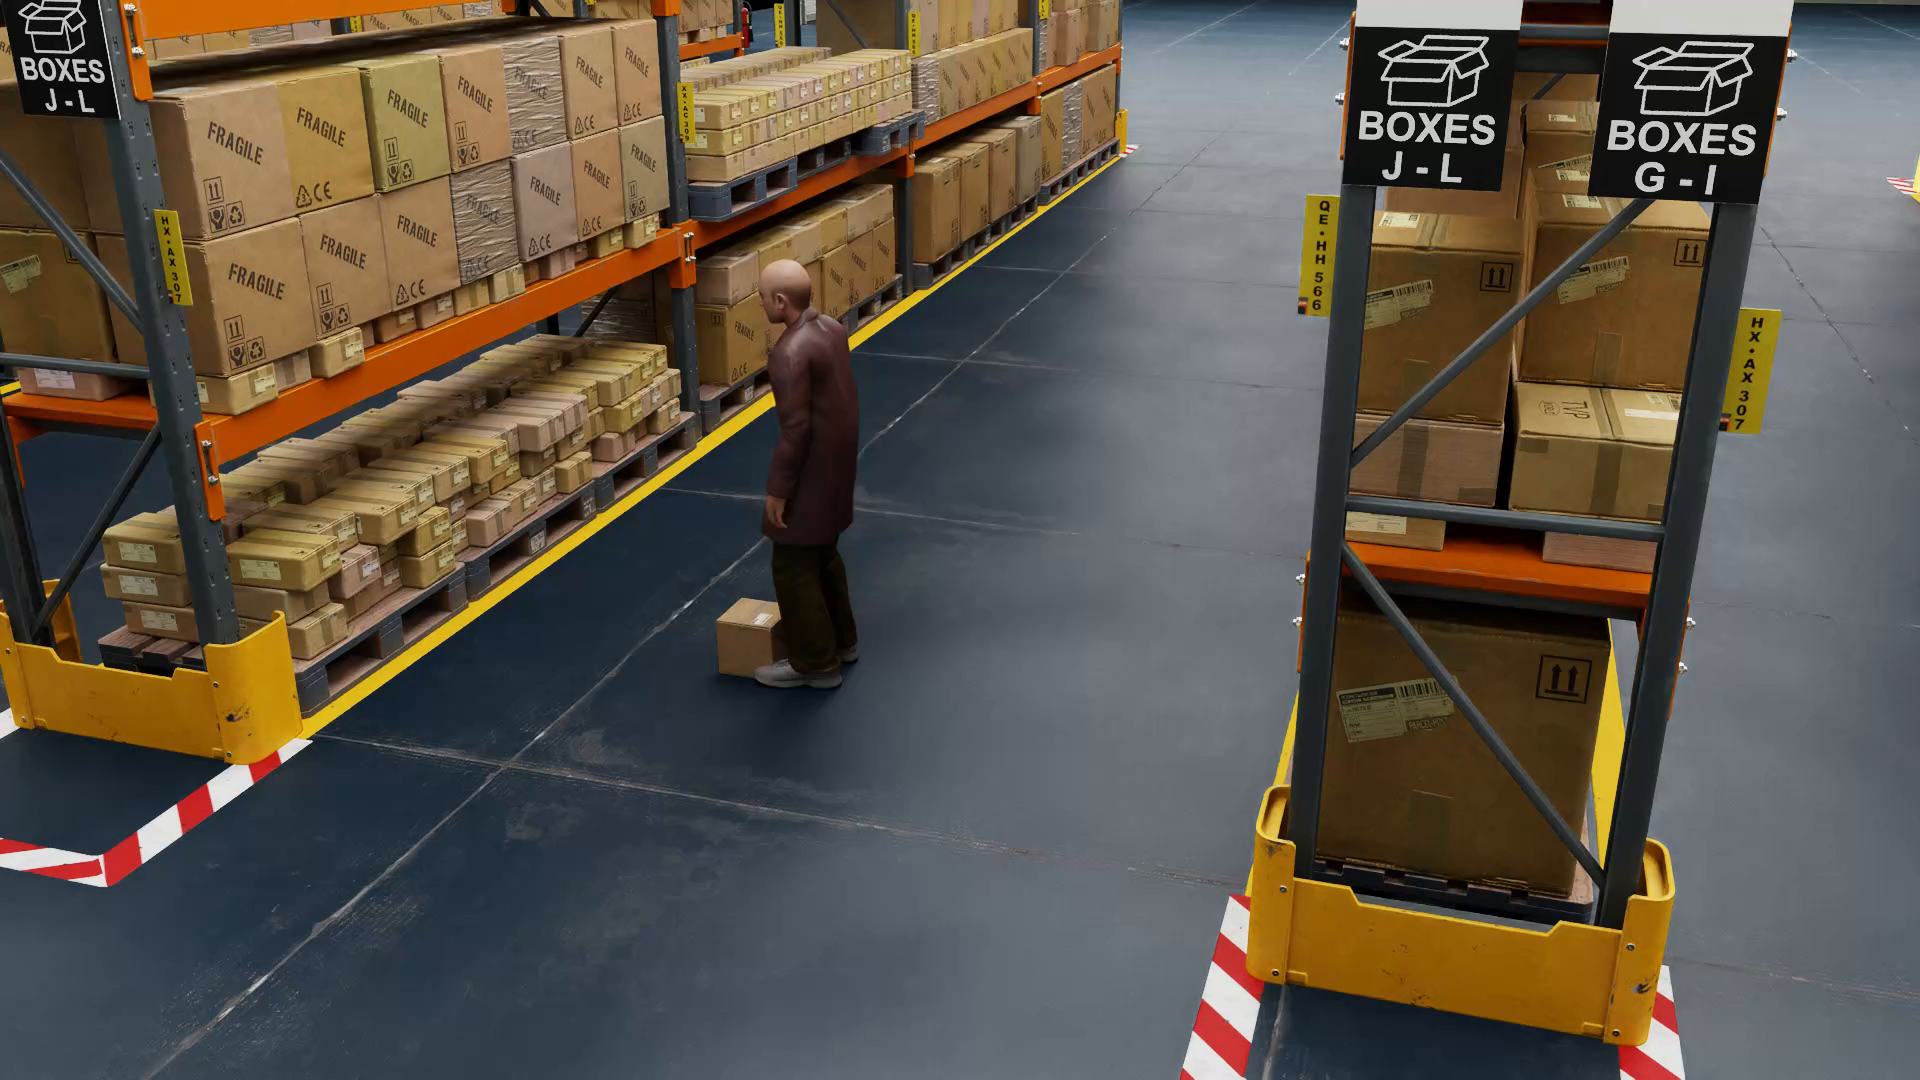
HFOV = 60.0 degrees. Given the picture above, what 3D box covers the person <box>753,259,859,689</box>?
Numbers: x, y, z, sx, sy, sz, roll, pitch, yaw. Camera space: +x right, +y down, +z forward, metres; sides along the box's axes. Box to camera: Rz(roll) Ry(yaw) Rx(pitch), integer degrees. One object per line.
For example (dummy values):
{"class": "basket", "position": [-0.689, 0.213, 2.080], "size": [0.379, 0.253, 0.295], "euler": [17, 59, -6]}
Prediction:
{"class": "person", "position": [-0.626, -0.263, 6.772], "size": [0.428, 1.773, 0.641], "euler": [6, 23, 16]}
